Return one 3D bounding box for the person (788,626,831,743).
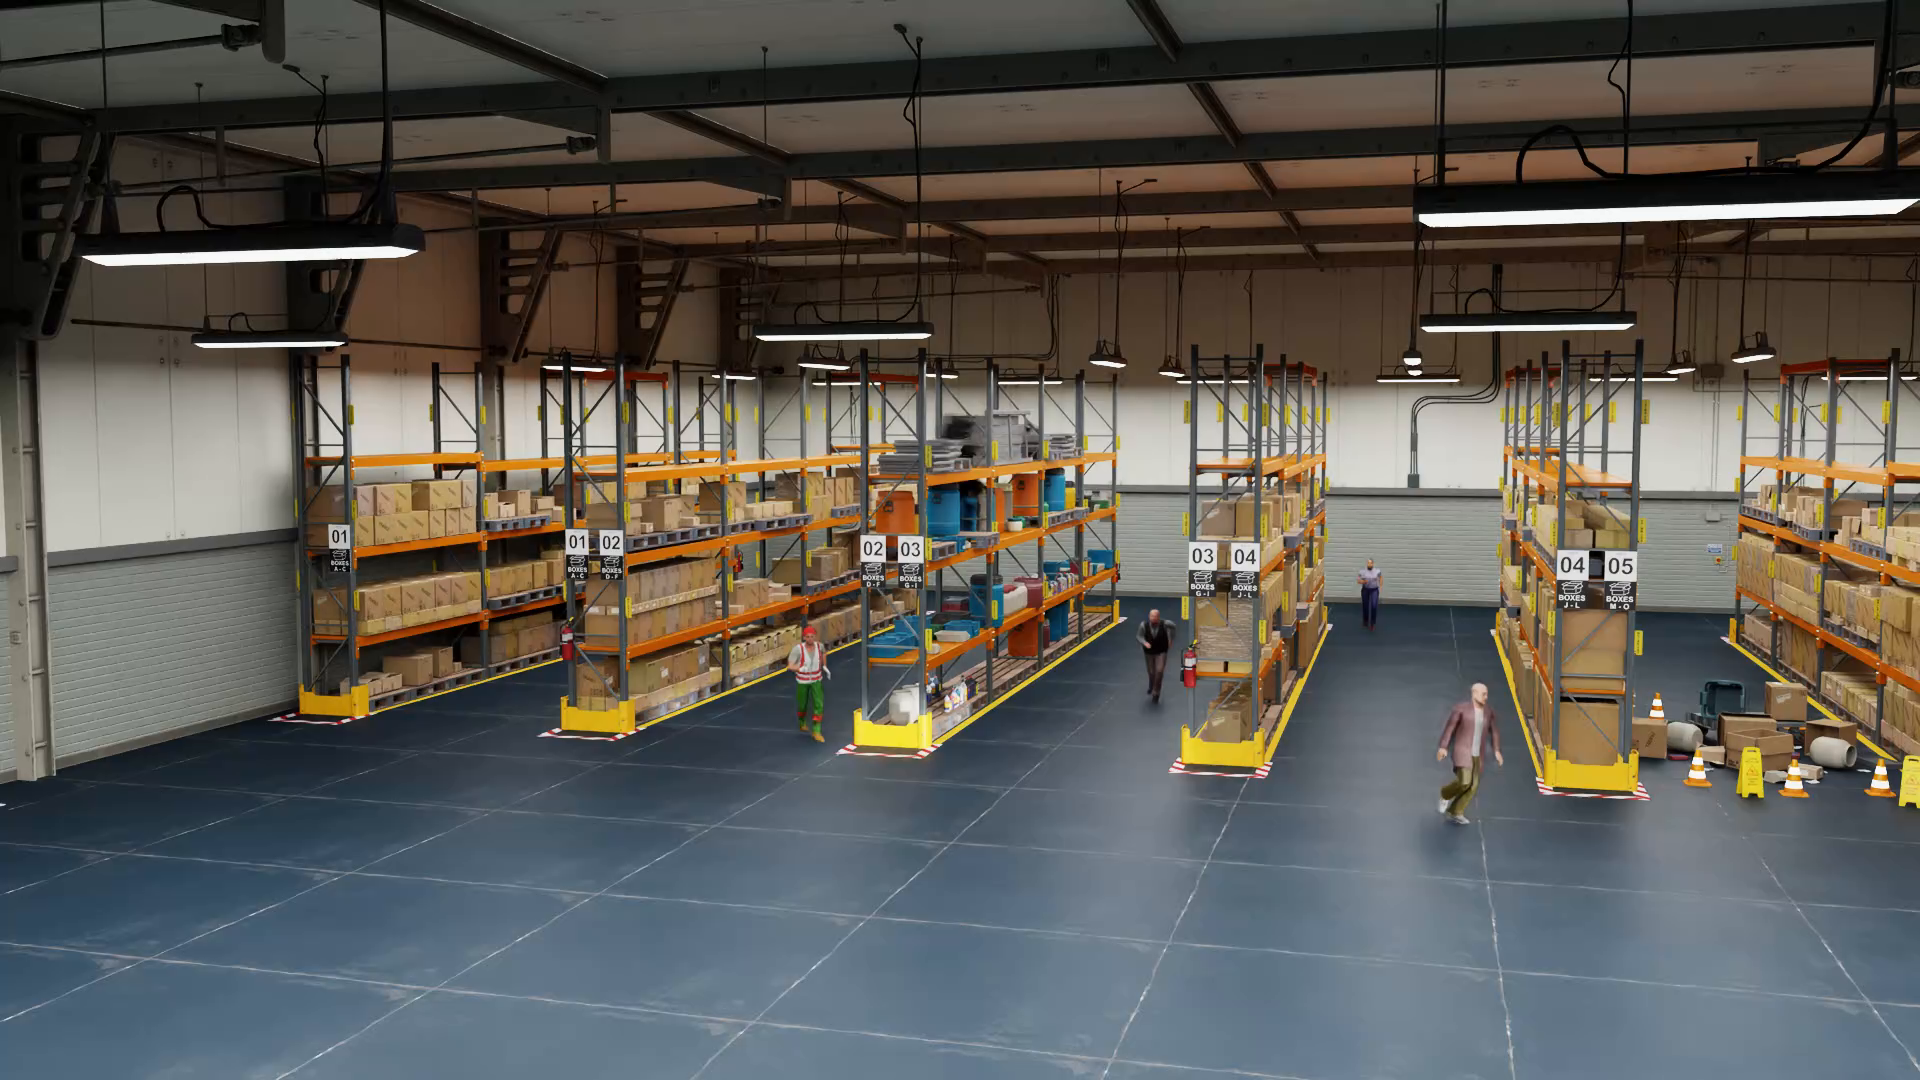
[{"bbox_3d":[-2.332,2.196,25.692,0.693,1.773,0.977,-1,4,-16],"label":"person"}]

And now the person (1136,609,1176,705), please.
[{"bbox_3d":[3.432,2.016,29.180,0.704,1.686,0.980,0,4,5],"label":"person"}]

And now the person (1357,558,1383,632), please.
[{"bbox_3d":[9.554,1.265,38.787,0.588,1.695,0.847,1,4,14],"label":"person"}]

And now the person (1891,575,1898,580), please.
[{"bbox_3d":[19.349,1.557,34.419,0.667,1.773,0.992,-1,4,-11],"label":"person"}]

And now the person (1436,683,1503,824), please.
[{"bbox_3d":[6.256,2.604,20.374,0.686,1.730,0.635,-2,5,-20],"label":"person"}]
